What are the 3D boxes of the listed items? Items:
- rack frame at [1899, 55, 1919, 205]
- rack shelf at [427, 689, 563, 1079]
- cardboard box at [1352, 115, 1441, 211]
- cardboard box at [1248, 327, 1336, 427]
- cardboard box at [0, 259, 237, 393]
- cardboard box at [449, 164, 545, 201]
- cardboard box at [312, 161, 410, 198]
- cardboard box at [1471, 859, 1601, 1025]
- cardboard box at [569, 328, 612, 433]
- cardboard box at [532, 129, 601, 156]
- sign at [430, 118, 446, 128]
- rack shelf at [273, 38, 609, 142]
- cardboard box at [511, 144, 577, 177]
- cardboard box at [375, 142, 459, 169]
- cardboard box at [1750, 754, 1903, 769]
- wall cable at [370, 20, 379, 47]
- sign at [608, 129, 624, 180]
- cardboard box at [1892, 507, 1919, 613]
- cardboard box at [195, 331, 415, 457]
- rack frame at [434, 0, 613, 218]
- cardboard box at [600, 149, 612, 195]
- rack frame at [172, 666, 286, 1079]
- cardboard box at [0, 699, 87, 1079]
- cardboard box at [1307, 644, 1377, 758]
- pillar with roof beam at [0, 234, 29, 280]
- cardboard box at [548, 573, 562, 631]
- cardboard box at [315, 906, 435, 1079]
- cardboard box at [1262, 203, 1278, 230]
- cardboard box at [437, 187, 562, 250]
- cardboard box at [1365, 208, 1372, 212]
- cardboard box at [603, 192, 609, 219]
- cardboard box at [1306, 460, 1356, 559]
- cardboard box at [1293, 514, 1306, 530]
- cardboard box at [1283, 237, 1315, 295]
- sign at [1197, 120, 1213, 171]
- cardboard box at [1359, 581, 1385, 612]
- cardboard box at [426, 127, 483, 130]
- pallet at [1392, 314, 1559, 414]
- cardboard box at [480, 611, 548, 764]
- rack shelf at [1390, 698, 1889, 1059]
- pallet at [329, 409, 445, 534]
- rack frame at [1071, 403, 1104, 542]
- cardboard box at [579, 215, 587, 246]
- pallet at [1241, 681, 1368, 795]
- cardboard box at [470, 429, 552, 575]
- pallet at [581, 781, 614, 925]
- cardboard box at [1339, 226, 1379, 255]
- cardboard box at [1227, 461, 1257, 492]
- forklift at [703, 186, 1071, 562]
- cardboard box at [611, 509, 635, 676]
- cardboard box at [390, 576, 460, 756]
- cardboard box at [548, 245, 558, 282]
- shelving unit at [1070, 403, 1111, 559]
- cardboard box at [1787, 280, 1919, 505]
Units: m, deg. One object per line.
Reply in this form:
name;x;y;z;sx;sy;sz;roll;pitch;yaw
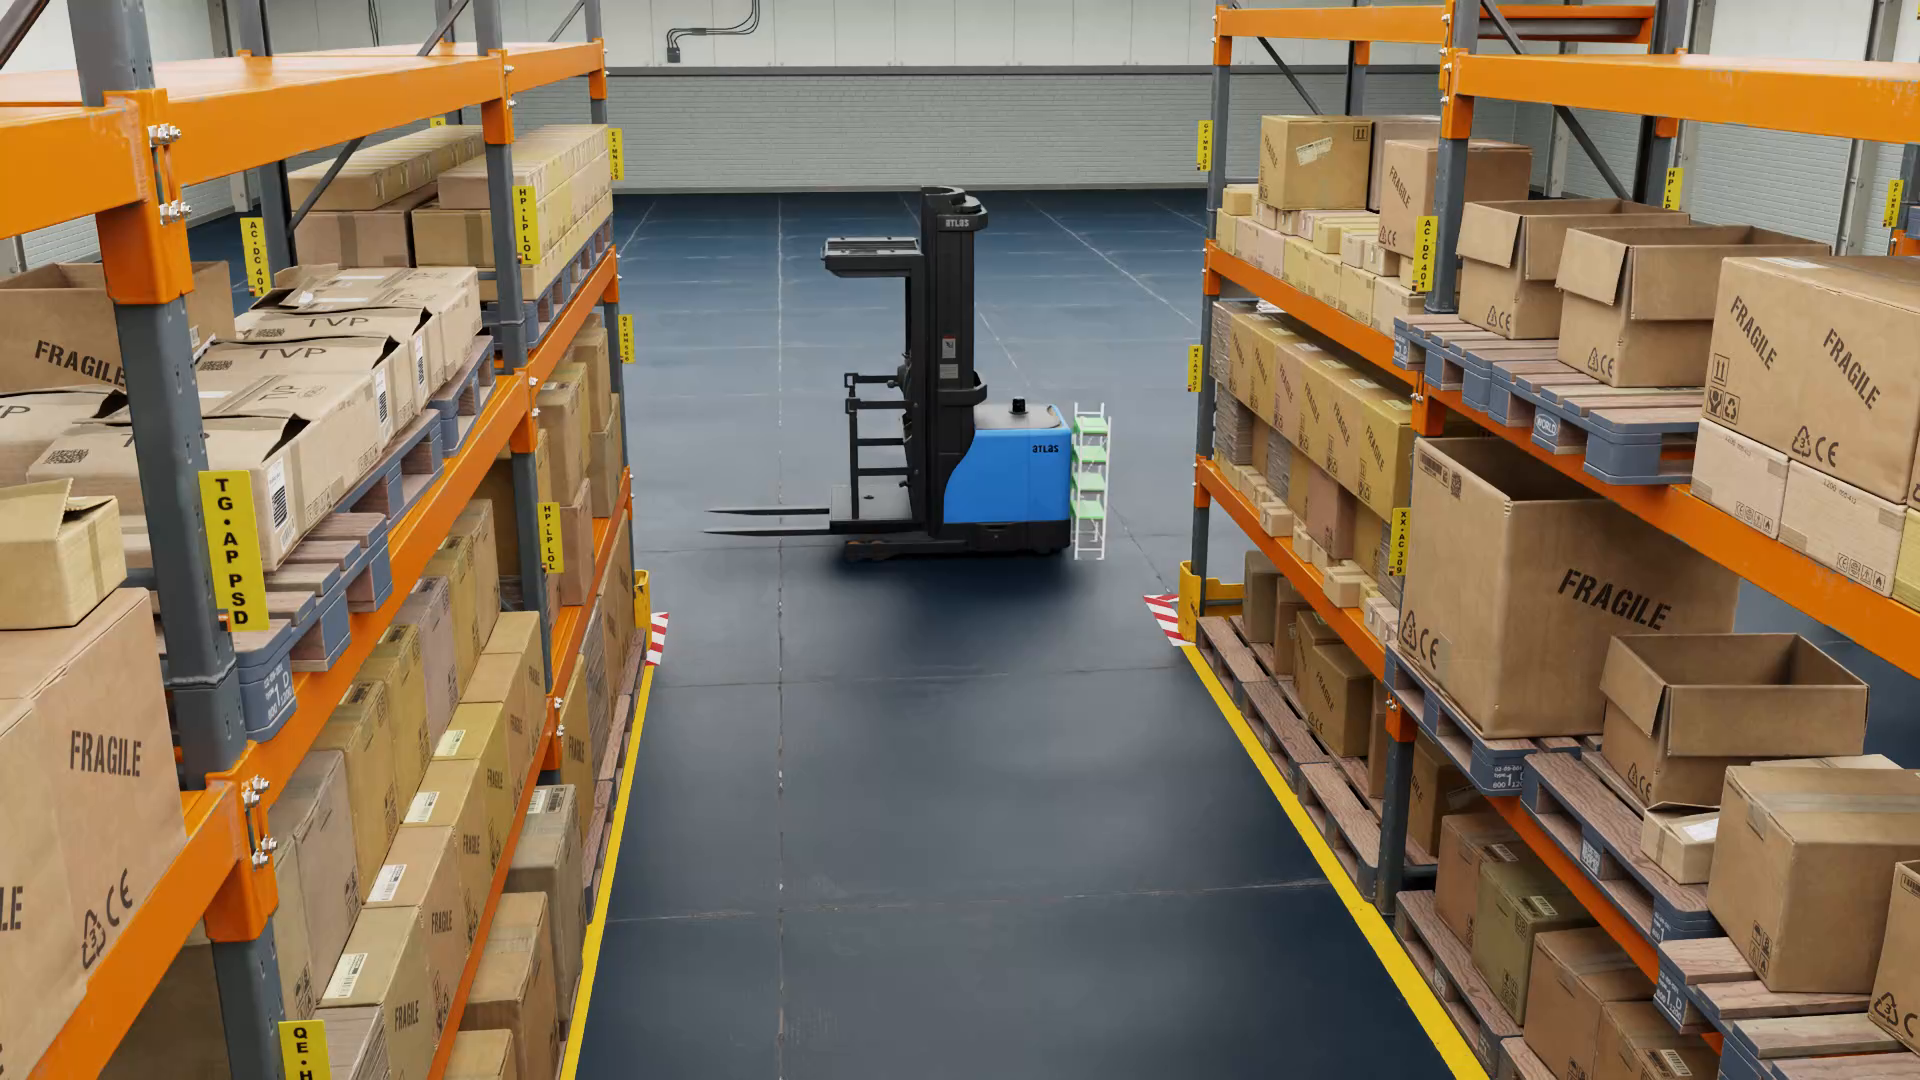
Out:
rack frame;7.096;-3.804;11.272;1.000;3.000;0.127;-2;18;-6
rack shelf;-2.156;1.465;5.704;1.077;0.370;4.000;-2;18;-6
cardboard box;2.581;-2.194;9.653;0.500;0.500;0.500;-2;18;-6
cardboard box;2.052;-0.985;9.975;0.500;0.500;0.500;-2;18;-6
cardboard box;-2.408;-0.519;4.779;0.500;0.500;0.500;-2;18;-6
cardboard box;-2.089;-1.609;7.507;0.380;0.149;0.250;-2;18;-6
cardboard box;-2.768;-1.663;7.679;0.380;0.149;0.250;-2;18;-6
cardboard box;2.654;1.712;7.156;0.700;0.500;0.500;-2;18;-6
cardboard box;-2.627;-0.980;10.238;0.875;0.550;0.550;-2;18;-6
cardboard box;-2.352;-2.365;9.915;0.380;0.149;0.250;-1;17;-5
sign;-3.328;-2.537;10.650;0.100;0.325;0.005;-2;18;-6
rack shelf;-2.569;-2.398;8.662;1.077;0.370;4.000;-2;18;-6
cardboard box;-2.219;-1.986;8.708;0.380;0.149;0.250;-2;18;-6
cardboard box;-2.900;-2.041;8.884;0.380;0.149;0.250;-2;17;-5
cardboard box;3.050;0.959;5.663;0.500;0.250;0.500;-2;18;-7
wall cable;-15.532;-11.331;40.428;3.097;2.526;0.112;-2;18;-6
sign;-2.234;-2.494;10.761;0.100;0.325;0.005;-2;18;-6
cardboard box;2.701;0.101;4.091;0.500;0.250;0.500;-2;18;-6
cardboard box;-1.910;-0.444;4.856;0.500;0.311;0.500;-2;18;-7
rack frame;-2.775;-3.528;10.392;1.000;3.000;0.127;-2;18;-6
cardboard box;-2.446;-2.278;10.304;0.500;0.250;0.500;-2;17;-5
rack frame;-1.950;1.718;3.699;1.000;3.000;0.127;-2;18;-6
cardboard box;-1.574;0.550;2.244;0.500;0.500;0.500;-2;18;-6
cardboard box;2.371;0.922;9.706;0.500;0.500;0.500;-3;18;-11
pillar with roof beam;-11.024;-8.451;26.073;9.100;9.000;0.400;-2;18;-6
cardboard box;-2.491;0.181;8.341;0.875;0.550;0.550;-2;18;-6
cardboard box;-1.783;1.376;4.618;0.500;0.500;0.500;-2;18;-6
cardboard box;2.025;-1.942;9.933;0.380;0.149;0.250;-2;18;-6
cardboard box;-2.188;-1.528;7.916;0.500;0.250;0.500;-2;18;-6
cardboard box;2.507;-1.955;9.973;0.380;0.149;0.250;-2;17;-5
cardboard box;-2.378;-2.062;10.280;0.380;0.149;0.250;-2;18;-5
cardboard box;2.428;-0.219;9.203;0.875;0.500;0.500;-2;18;-6
cardboard box;2.177;-0.057;9.769;0.380;0.149;0.250;-2;18;-6
cardboard box;2.127;-1.541;9.320;0.500;0.250;0.500;-1;17;-4
sign;1.629;-2.620;11.049;0.100;0.325;0.005;-2;18;-6
cardboard box;2.285;0.316;8.581;0.380;0.149;0.250;-2;18;-6
cardboard box;-3.032;-2.422;10.096;0.380;0.149;0.250;-2;18;-5
pallet;2.539;-0.752;6.869;1.213;0.211;1.003;-2;18;-6
cardboard box;-2.043;0.625;7.011;0.500;0.500;0.500;-2;18;-6
rack shelf;2.788;1.342;6.097;1.077;0.370;4.000;-2;18;-6
pallet;-2.187;-0.147;4.944;1.003;0.211;1.213;-1;17;-3
rack frame;1.059;-0.562;13.954;0.240;1.200;0.015;1;17;-2
cardboard box;-2.247;-1.682;9.071;0.380;0.149;0.250;-2;17;-5
pallet;2.348;1.170;10.099;1.003;0.211;1.213;-2;18;-6
cardboard box;-2.366;-0.172;7.664;0.875;0.550;0.550;-2;18;-6
pallet;-2.363;1.627;8.642;1.003;0.211;1.213;-2;18;-6
cardboard box;2.205;-1.550;8.684;0.380;0.149;0.250;-1;17;-4
cardboard box;1.979;-0.427;10.949;0.380;0.149;0.250;-2;18;-6
forklift;-0.623;-1.385;13.694;3.031;2.935;1.130;-1;17;-4
cardboard box;-2.639;0.347;10.909;0.875;0.875;0.875;-2;18;-5
cardboard box;-2.198;0.453;5.892;0.700;0.500;0.500;-2;18;-5
cardboard box;-2.115;-1.304;7.866;0.380;0.149;0.250;-2;18;-6
shelving unit;1.068;-0.489;13.721;0.258;1.200;0.503;1;17;-2
cardboard box;2.633;-0.410;4.465;0.500;0.500;0.500;-2;18;-6
